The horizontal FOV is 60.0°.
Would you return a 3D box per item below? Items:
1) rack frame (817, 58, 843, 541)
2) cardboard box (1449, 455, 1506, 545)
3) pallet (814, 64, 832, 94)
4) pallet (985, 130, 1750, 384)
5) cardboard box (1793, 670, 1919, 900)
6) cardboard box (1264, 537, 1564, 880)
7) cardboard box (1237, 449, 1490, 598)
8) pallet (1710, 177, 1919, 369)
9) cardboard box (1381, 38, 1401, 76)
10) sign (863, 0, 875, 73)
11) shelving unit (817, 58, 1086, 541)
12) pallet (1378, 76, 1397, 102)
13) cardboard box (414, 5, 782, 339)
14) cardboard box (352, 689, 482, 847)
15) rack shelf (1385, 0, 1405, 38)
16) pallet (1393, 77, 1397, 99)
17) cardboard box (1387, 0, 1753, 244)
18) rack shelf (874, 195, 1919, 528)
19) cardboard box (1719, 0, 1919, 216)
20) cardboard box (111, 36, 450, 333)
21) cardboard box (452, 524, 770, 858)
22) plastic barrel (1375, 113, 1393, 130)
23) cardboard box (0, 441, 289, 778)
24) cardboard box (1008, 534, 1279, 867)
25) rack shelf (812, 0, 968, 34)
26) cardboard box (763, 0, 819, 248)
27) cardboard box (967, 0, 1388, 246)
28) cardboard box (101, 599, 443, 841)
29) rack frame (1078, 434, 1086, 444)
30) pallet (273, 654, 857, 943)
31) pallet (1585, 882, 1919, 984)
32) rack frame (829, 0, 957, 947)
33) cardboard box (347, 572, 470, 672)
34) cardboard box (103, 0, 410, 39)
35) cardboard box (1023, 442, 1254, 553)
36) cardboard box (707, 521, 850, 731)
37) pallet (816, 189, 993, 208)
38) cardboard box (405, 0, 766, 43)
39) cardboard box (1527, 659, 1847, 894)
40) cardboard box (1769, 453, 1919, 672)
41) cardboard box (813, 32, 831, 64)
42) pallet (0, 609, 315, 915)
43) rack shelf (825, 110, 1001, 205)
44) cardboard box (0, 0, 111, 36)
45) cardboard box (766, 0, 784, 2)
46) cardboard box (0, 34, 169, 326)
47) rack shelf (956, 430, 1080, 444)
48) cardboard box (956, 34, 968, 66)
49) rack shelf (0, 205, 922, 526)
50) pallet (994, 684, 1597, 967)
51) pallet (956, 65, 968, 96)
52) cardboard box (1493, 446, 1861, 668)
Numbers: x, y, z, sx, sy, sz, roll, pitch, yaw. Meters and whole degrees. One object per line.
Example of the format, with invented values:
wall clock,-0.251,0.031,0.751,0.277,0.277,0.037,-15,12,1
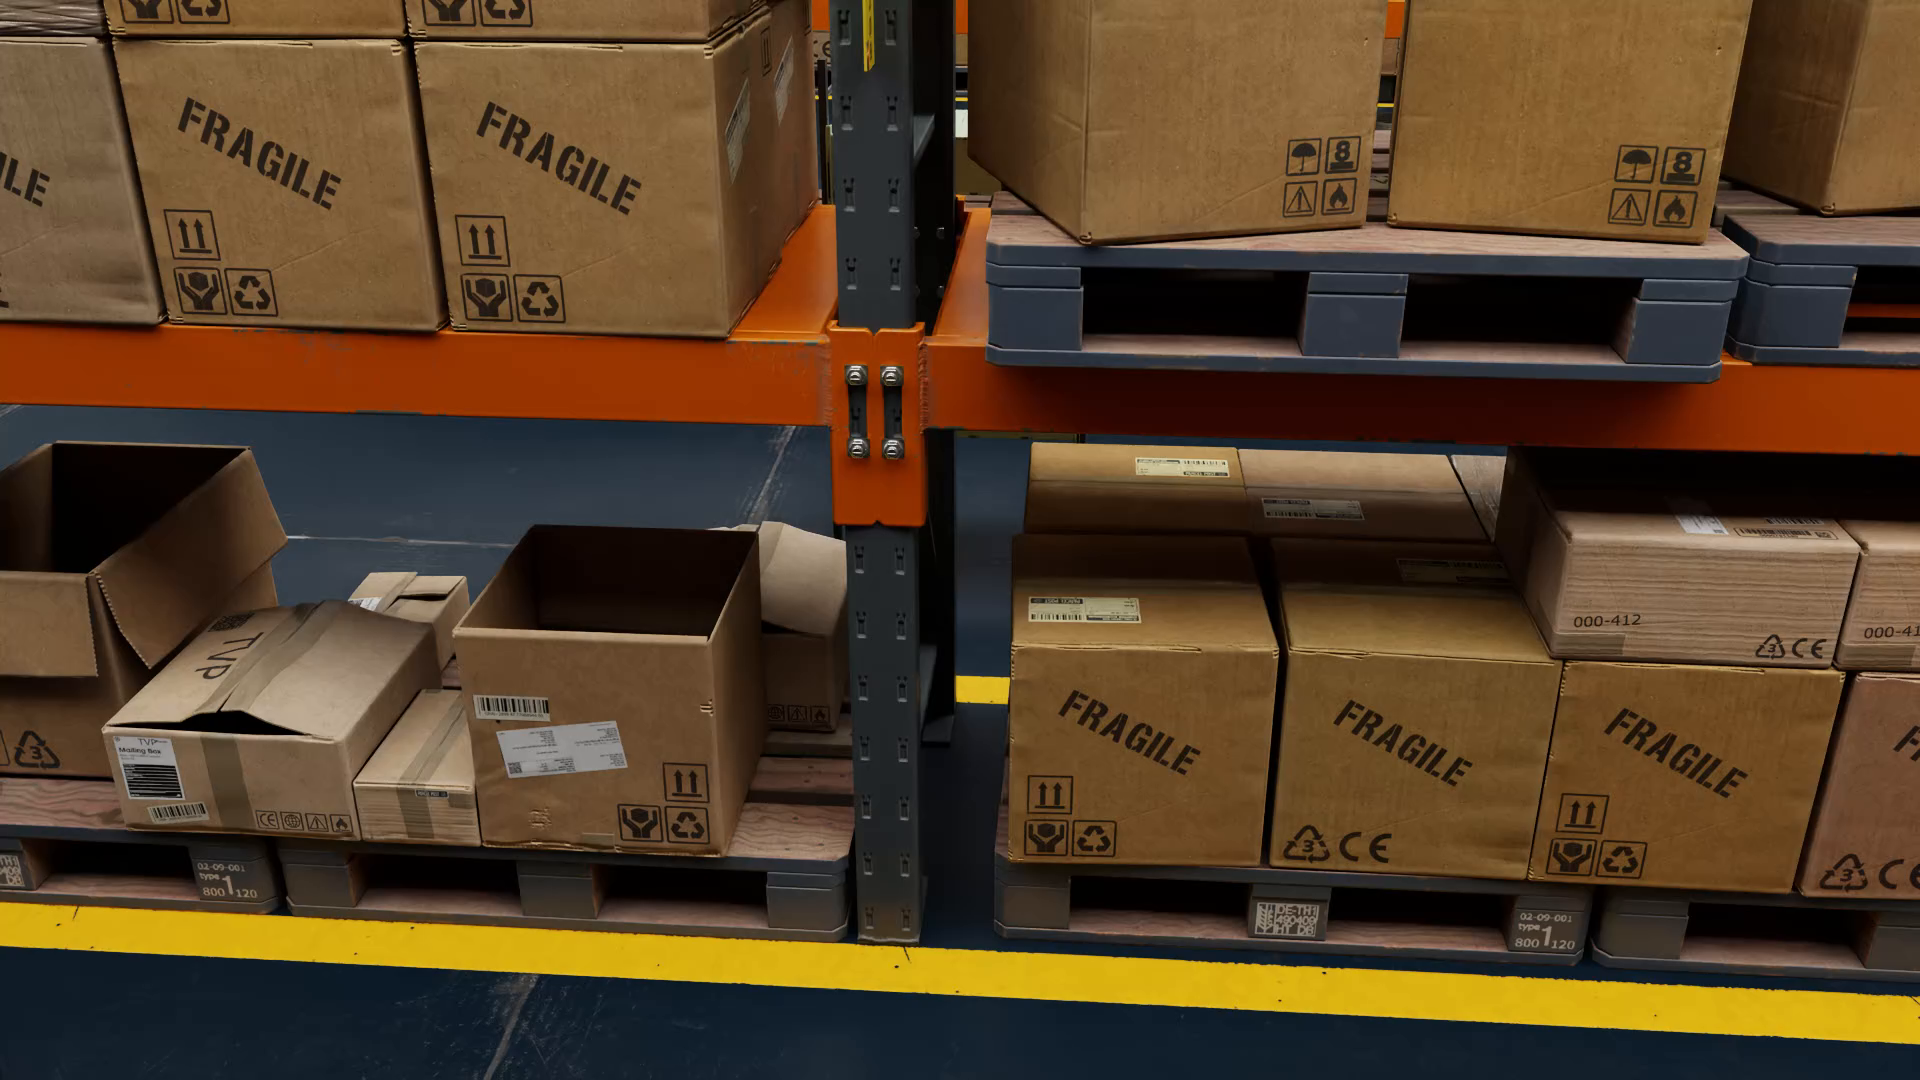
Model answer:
rack frame,-0.358,-0.693,4.962,0.023,1.500,0.400,2,25,4
cardboard box,1.396,0.134,3.835,0.500,0.500,0.500,2,25,5
pallet,-1.320,-3.690,13.018,1.213,0.211,1.003,2,25,4
pallet,0.678,-0.575,3.142,1.213,0.211,1.003,2,25,4
cardboard box,1.888,0.367,3.328,0.500,0.500,0.500,1,25,2
cardboard box,0.886,0.332,3.405,0.500,0.500,0.500,2,25,5
cardboard box,0.896,0.118,3.870,0.500,0.500,0.500,2,25,4
pallet,1.939,-0.579,3.149,1.213,0.211,1.003,2,25,4
cardboard box,3.066,-4.022,12.443,0.875,0.875,1.225,2,25,4
sign,-0.144,-0.900,2.583,0.005,0.325,0.100,2,25,4
shelving unit,0.007,-0.681,4.936,0.755,1.500,0.431,2,25,4
pallet,2.647,-3.564,12.744,1.213,0.211,1.003,2,25,4
cardboard box,-0.628,-0.688,3.037,0.500,0.500,0.500,2,25,5
cardboard box,-1.078,0.475,3.514,0.250,0.149,0.380,2,25,4
rack shelf,2.267,-2.407,7.754,4.000,0.370,1.077,2,25,4
pallet,3.860,-3.524,12.656,1.213,0.211,1.003,2,25,4
cardboard box,1.036,-0.866,2.921,0.500,0.500,0.700,6,25,12
rack shelf,1.884,-0.343,3.267,4.000,0.370,1.077,2,25,4
cardboard box,1.656,-0.939,3.080,0.500,0.500,0.700,-4,25,-9
cardboard box,-1.142,-0.704,3.072,0.500,0.500,0.500,3,25,5
cardboard box,-0.700,0.302,3.469,0.500,0.500,0.500,2,25,4
plastic barrel,2.076,-1.756,7.952,0.421,0.512,0.421,0,25,0
cardboard box,-1.984,0.143,3.812,0.637,0.503,0.797,2,25,4
cardboard box,0.354,0.319,3.432,0.500,0.500,0.500,1,25,2
rack shelf,-1.721,-2.535,8.032,4.000,0.370,1.077,2,25,4
cardboard box,-0.597,-0.909,3.517,0.500,0.500,0.500,2,25,5
cardboard box,0.345,-0.861,2.912,0.500,0.500,0.700,-6,25,-14
cardboard box,-1.448,0.364,3.561,0.500,0.311,0.500,2,25,4
rack frame,0.372,-0.669,4.911,0.023,1.500,0.400,2,25,4
pallet,-0.795,0.511,3.888,1.213,0.211,1.003,2,25,4
pallet,1.924,0.581,3.734,1.213,0.211,1.003,2,25,4
rack frame,-0.110,-0.734,3.256,0.127,3.000,1.000,2,25,4
cardboard box,-1.375,0.227,4.032,0.250,0.166,0.380,2,25,4
cardboard box,-1.145,-1.157,2.860,0.500,0.500,0.500,1,25,3
cardboard box,0.404,0.098,3.912,0.500,0.500,0.500,2,25,4
cardboard box,-0.512,0.184,3.951,0.500,0.311,0.500,2,25,4
pallet,-0.463,-1.539,8.341,1.213,0.211,1.003,2,25,4
cardboard box,-0.634,-1.142,2.827,0.500,0.500,0.500,2,25,4
cardboard box,1.384,0.351,3.364,0.500,0.500,0.500,2,25,5
cardboard box,1.851,0.026,3.171,0.500,0.250,0.500,1,25,3
cardboard box,-0.897,-4.171,12.766,0.875,0.875,0.875,2,25,4
pallet,-2.014,0.473,3.970,1.213,0.211,1.003,2,25,4
rack shelf,0.007,-1.036,4.773,0.720,0.370,0.431,2,25,4
cardboard box,-1.647,-1.173,2.895,0.500,0.500,0.500,2,25,4
cardboard box,-0.558,-1.366,3.314,0.500,0.500,0.500,2,25,5
cardboard box,-1.655,-0.720,3.106,0.500,0.500,0.500,2,25,5
rack shelf,0.007,-0.385,5.072,0.720,0.370,0.431,2,25,4
cardboard box,0.000,-4.142,12.703,0.875,0.875,0.875,2,25,4
rack shelf,-2.104,-0.471,3.545,4.000,0.370,1.077,2,25,4
pallet,0.704,0.543,3.817,1.213,0.211,1.003,2,25,4
pallet,-0.100,-3.652,12.935,1.213,0.211,1.003,2,25,4
cardboard box,1.351,0.010,3.206,0.500,0.250,0.500,2,25,4
